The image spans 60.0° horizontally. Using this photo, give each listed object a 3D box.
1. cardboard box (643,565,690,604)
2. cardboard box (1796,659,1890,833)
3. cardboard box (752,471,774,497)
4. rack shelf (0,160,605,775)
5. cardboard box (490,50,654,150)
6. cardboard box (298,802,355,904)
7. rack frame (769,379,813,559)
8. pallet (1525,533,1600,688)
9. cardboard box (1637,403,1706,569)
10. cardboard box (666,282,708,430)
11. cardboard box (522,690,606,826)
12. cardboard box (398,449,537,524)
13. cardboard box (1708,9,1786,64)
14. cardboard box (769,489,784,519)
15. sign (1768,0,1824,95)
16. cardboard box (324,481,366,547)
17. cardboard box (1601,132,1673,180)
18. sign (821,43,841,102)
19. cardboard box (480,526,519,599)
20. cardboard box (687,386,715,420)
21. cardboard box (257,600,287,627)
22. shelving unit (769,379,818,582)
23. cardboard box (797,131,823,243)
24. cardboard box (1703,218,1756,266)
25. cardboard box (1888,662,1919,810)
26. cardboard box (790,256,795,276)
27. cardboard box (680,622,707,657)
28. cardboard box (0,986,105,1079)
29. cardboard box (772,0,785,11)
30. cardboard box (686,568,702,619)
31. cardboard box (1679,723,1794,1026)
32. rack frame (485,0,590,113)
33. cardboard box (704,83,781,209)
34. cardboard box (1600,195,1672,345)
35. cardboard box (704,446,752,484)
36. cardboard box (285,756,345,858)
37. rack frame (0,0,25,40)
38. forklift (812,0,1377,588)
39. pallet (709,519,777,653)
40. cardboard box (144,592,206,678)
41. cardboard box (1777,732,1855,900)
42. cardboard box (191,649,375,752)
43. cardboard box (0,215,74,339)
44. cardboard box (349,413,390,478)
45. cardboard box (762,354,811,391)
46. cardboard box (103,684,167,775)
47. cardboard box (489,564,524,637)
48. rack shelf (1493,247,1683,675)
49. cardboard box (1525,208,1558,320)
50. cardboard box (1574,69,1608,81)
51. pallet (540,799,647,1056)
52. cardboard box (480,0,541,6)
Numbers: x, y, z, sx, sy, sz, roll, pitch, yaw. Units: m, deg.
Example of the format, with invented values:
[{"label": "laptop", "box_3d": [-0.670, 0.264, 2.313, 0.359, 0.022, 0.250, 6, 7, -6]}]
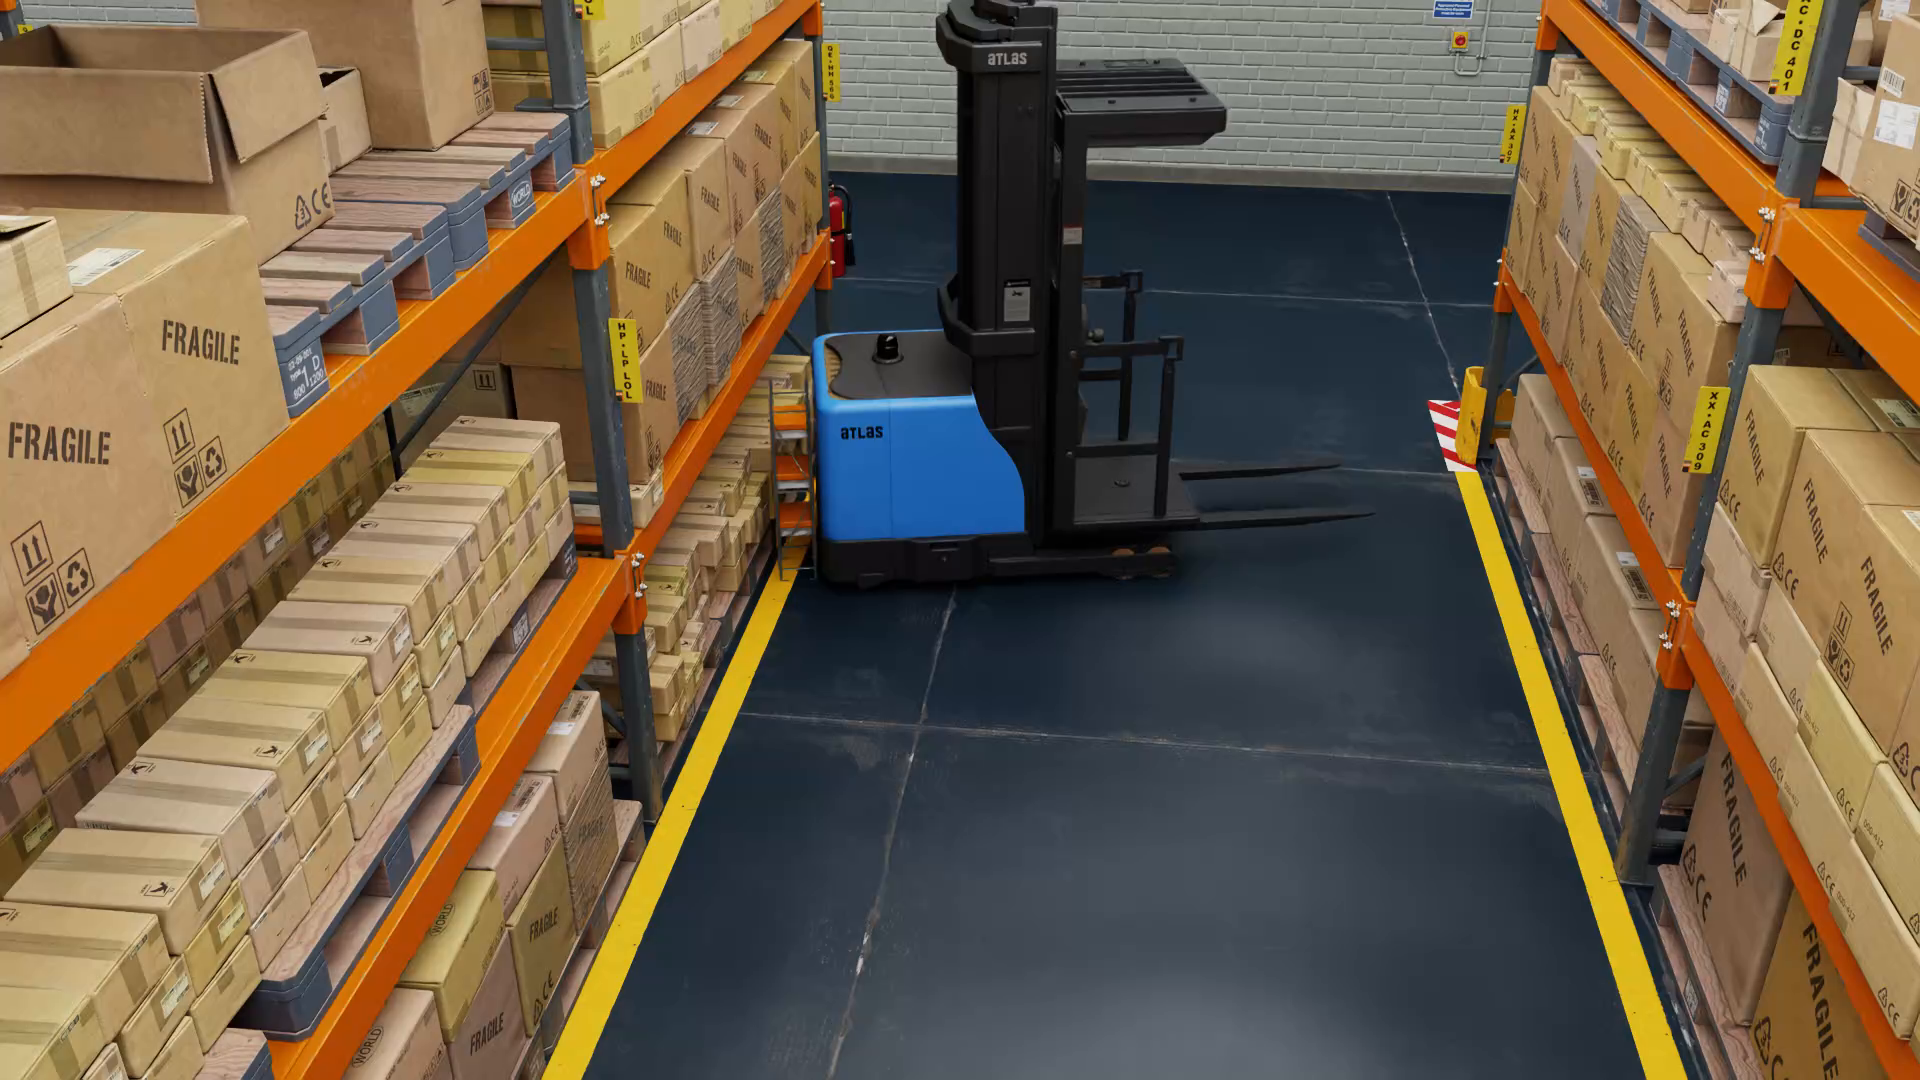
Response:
[{"label": "cardboard box", "box_3d": [-1.450, 0.236, 7.586, 0.380, 0.149, 0.250, 3, 28, 5]}, {"label": "cardboard box", "box_3d": [2.694, 0.585, 4.632, 0.500, 0.250, 0.500, 4, 29, 7]}, {"label": "cardboard box", "box_3d": [-1.177, -0.364, 9.012, 0.380, 0.149, 0.250, 4, 29, 7]}, {"label": "rack shelf", "box_3d": [-2.018, -0.237, 4.123, 1.077, 0.370, 4.000, 3, 28, 6]}, {"label": "cardboard box", "box_3d": [-1.454, -1.631, 6.111, 0.500, 0.250, 0.500, 5, 29, 9]}, {"label": "cardboard box", "box_3d": [-1.847, 0.811, 4.404, 0.380, 0.149, 0.250, 4, 29, 7]}, {"label": "rack frame", "box_3d": [-0.885, -0.363, 8.816, 0.200, 1.050, 0.008, -3, 28, -5]}, {"label": "pallet", "box_3d": [3.470, 0.364, 8.352, 1.003, 0.211, 1.213, 3, 28, 6]}, {"label": "cardboard box", "box_3d": [2.956, -0.211, 6.374, 0.500, 0.500, 0.500, 4, 29, 7]}, {"label": "cardboard box", "box_3d": [-1.408, -0.801, 7.155, 0.500, 0.500, 0.500, 3, 28, 6]}, {"label": "cardboard box", "box_3d": [-1.613, 0.776, 6.048, 0.500, 0.250, 0.500, 3, 28, 5]}, {"label": "cardboard box", "box_3d": [-1.660, -0.184, 5.623, 0.380, 0.149, 0.250, 3, 28, 5]}, {"label": "cardboard box", "box_3d": [2.946, -1.817, 6.014, 0.380, 0.149, 0.250, 4, 29, 7]}, {"label": "cardboard box", "box_3d": [-1.175, -0.240, 9.096, 0.380, 0.149, 0.250, 2, 28, 4]}, {"label": "sign", "box_3d": [2.601, -1.549, 5.171, 0.100, 0.325, 0.005, 3, 28, 6]}, {"label": "cardboard box", "box_3d": [-2.307, -0.099, 5.779, 0.380, 0.149, 0.250, 3, 28, 5]}, {"label": "cardboard box", "box_3d": [3.092, -1.708, 7.415, 0.380, 0.149, 0.250, 3, 28, 5]}, {"label": "sign", "box_3d": [-0.734, -2.664, 9.479, 0.100, 0.325, 0.005, 3, 28, 6]}, {"label": "cardboard box", "box_3d": [-1.690, 0.060, 5.485, 0.380, 0.149, 0.250, 5, 29, 8]}, {"label": "cardboard box", "box_3d": [-1.340, -0.675, 7.605, 0.380, 0.149, 0.250, 4, 29, 7]}, {"label": "cardboard box", "box_3d": [-2.372, 0.276, 5.396, 0.380, 0.149, 0.250, 4, 29, 7]}, {"label": "shelving unit", "box_3d": [-0.872, -0.305, 8.709, 0.215, 1.050, 0.252, -3, 28, -5]}, {"label": "cardboard box", "box_3d": [-1.082, -2.006, 9.391, 0.500, 0.500, 0.500, 4, 29, 7]}, {"label": "cardboard box", "box_3d": [3.055, -1.102, 6.289, 0.380, 0.149, 0.250, 3, 28, 6]}, {"label": "cardboard box", "box_3d": [2.657, 0.493, 4.013, 0.500, 0.500, 0.500, 3, 28, 5]}, {"label": "cardboard box", "box_3d": [-1.125, -1.543, 9.216, 0.380, 0.149, 0.250, 3, 28, 6]}, {"label": "cardboard box", "box_3d": [-1.398, 0.498, 7.726, 0.380, 0.149, 0.250, 3, 28, 6]}, {"label": "cardboard box", "box_3d": [-1.984, 1.039, 3.353, 0.380, 0.149, 0.250, 3, 28, 5]}, {"label": "cardboard box", "box_3d": [-1.131, -2.842, 8.358, 0.500, 0.250, 0.500, 3, 28, 6]}, {"label": "cardboard box", "box_3d": [-1.439, 0.245, 7.882, 0.380, 0.149, 0.250, 2, 28, 4]}, {"label": "cardboard box", "box_3d": [3.156, 1.113, 5.819, 0.875, 0.875, 0.875, 4, 29, 8]}, {"label": "rack frame", "box_3d": [-1.773, -2.815, 4.988, 1.000, 3.000, 0.127, 3, 28, 6]}, {"label": "cardboard box", "box_3d": [-1.209, -1.959, 8.250, 0.500, 0.500, 0.500, 5, 29, 9]}, {"label": "cardboard box", "box_3d": [3.060, -1.135, 7.035, 0.500, 0.500, 0.500, 4, 29, 7]}, {"label": "cardboard box", "box_3d": [-1.304, -0.375, 8.720, 0.380, 0.149, 0.250, 2, 28, 4]}, {"label": "cardboard box", "box_3d": [-1.848, 0.681, 4.331, 0.380, 0.149, 0.250, 3, 28, 6]}, {"label": "rack frame", "box_3d": [-6.193, -2.393, 10.529, 1.000, 3.000, 0.127, 3, 28, 6]}, {"label": "forklift", "box_3d": [0.732, -1.324, 8.617, 3.031, 2.935, 1.130, -3, 28, -5]}, {"label": "pallet", "box_3d": [-1.578, 0.159, 8.732, 1.003, 0.211, 1.213, 3, 28, 6]}, {"label": "cardboard box", "box_3d": [-2.435, 0.257, 4.805, 0.380, 0.149, 0.250, 4, 29, 8]}, {"label": "cardboard box", "box_3d": [2.696, 0.808, 4.747, 0.500, 0.250, 0.500, 3, 28, 6]}, {"label": "cardboard box", "box_3d": [-1.820, 0.430, 4.484, 0.380, 0.149, 0.250, 3, 28, 5]}, {"label": "cardboard box", "box_3d": [-1.884, -0.532, 3.001, 0.396, 0.266, 0.258, 3, 28, 6]}, {"label": "cardboard box", "box_3d": [-2.277, -0.352, 5.935, 0.380, 0.149, 0.250, 5, 29, 9]}, {"label": "cardboard box", "box_3d": [-1.096, -0.985, 9.851, 0.380, 0.149, 0.250, 4, 29, 7]}, {"label": "cardboard box", "box_3d": [-2.467, 0.515, 4.639, 0.380, 0.149, 0.250, 3, 28, 5]}, {"label": "cardboard box", "box_3d": [-1.689, 0.189, 5.558, 0.380, 0.149, 0.250, 3, 28, 6]}, {"label": "rack shelf", "box_3d": [3.398, -0.559, 7.883, 1.077, 0.370, 4.000, 3, 28, 6]}, {"label": "cardboard box", "box_3d": [3.264, -1.412, 8.603, 0.500, 0.500, 0.500, 3, 28, 5]}, {"label": "cardboard box", "box_3d": [3.363, -2.308, 8.529, 0.380, 0.149, 0.250, 4, 29, 7]}, {"label": "pallet", "box_3d": [-1.867, 1.420, 6.392, 1.003, 0.211, 1.213, 3, 28, 6]}, {"label": "cardboard box", "box_3d": [-1.497, -1.947, 5.750, 0.380, 0.149, 0.250, 3, 28, 5]}]
